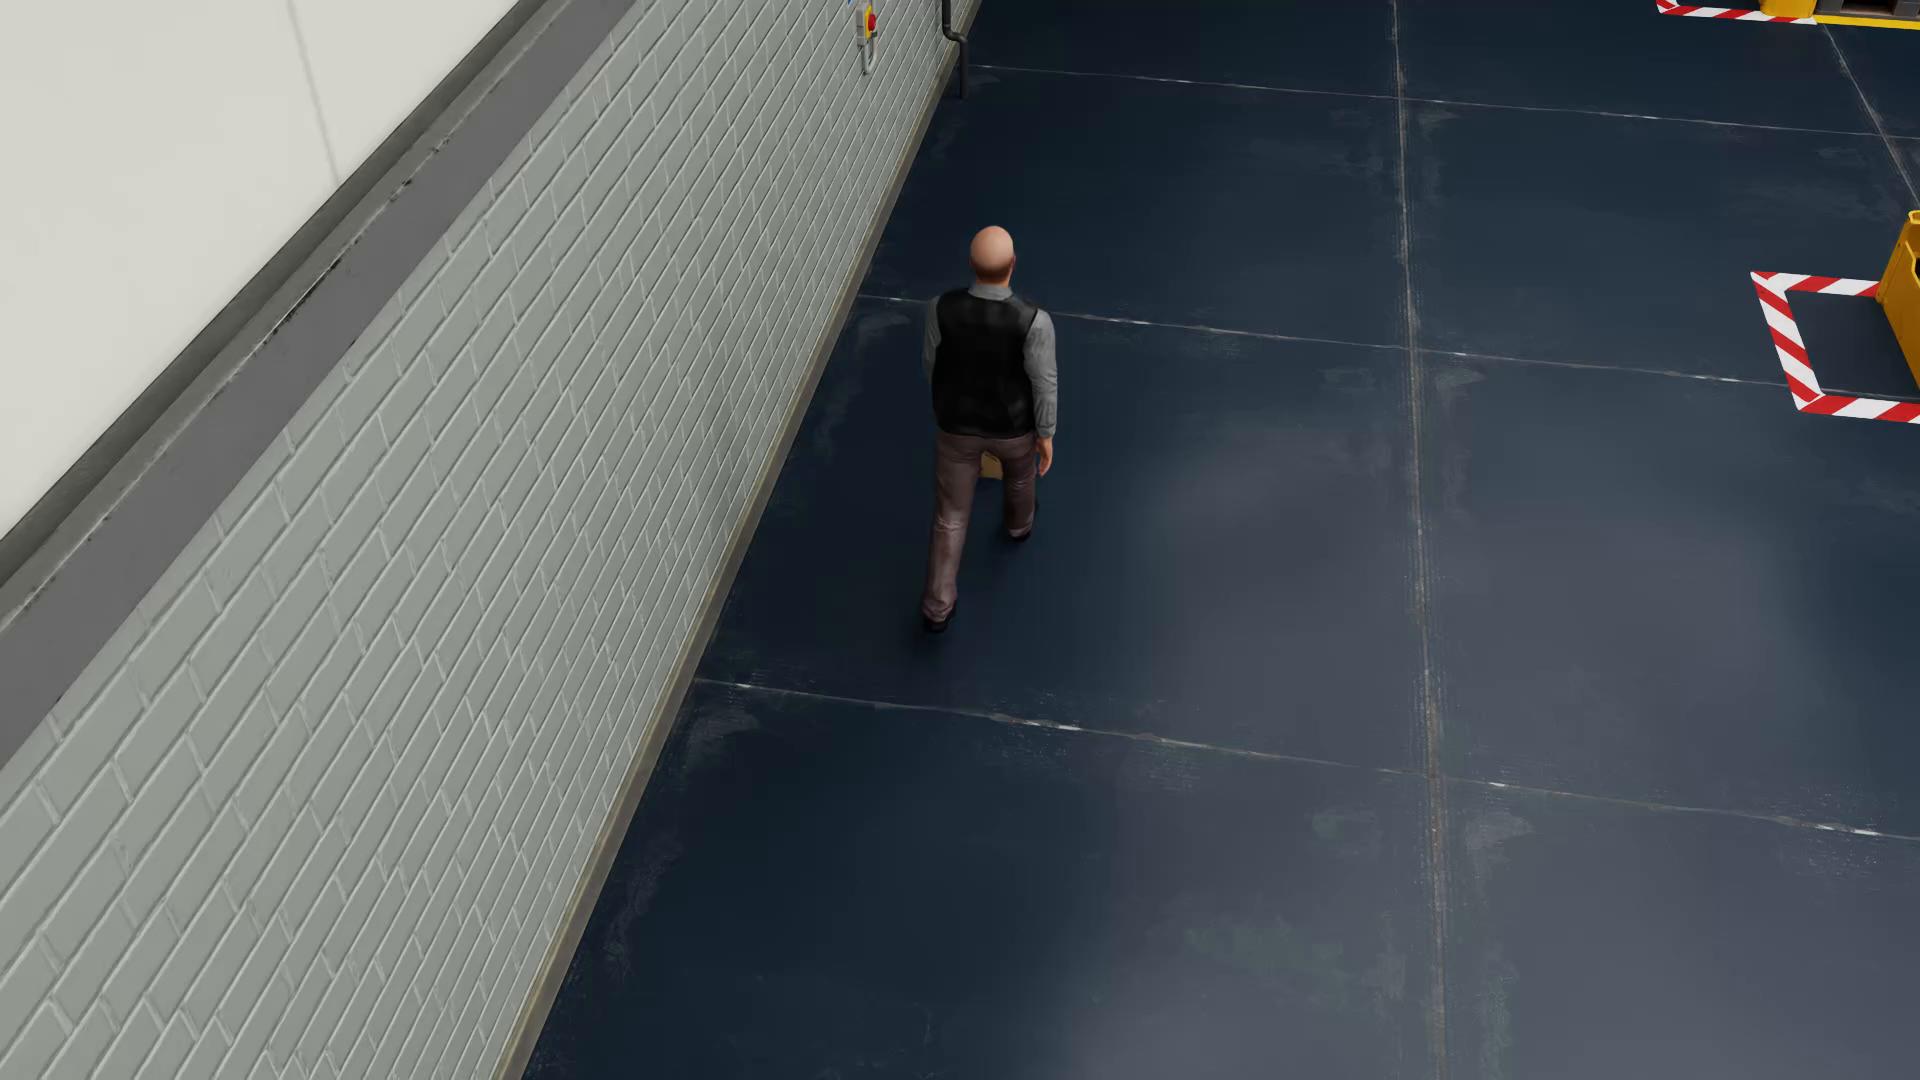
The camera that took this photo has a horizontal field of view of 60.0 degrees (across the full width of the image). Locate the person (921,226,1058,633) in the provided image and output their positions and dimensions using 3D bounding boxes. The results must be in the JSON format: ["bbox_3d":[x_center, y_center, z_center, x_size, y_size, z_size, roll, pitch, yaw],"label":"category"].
[{"bbox_3d":[0.118,-0.491,6.774,0.559,1.682,1.047,5,40,6],"label":"person"}]
